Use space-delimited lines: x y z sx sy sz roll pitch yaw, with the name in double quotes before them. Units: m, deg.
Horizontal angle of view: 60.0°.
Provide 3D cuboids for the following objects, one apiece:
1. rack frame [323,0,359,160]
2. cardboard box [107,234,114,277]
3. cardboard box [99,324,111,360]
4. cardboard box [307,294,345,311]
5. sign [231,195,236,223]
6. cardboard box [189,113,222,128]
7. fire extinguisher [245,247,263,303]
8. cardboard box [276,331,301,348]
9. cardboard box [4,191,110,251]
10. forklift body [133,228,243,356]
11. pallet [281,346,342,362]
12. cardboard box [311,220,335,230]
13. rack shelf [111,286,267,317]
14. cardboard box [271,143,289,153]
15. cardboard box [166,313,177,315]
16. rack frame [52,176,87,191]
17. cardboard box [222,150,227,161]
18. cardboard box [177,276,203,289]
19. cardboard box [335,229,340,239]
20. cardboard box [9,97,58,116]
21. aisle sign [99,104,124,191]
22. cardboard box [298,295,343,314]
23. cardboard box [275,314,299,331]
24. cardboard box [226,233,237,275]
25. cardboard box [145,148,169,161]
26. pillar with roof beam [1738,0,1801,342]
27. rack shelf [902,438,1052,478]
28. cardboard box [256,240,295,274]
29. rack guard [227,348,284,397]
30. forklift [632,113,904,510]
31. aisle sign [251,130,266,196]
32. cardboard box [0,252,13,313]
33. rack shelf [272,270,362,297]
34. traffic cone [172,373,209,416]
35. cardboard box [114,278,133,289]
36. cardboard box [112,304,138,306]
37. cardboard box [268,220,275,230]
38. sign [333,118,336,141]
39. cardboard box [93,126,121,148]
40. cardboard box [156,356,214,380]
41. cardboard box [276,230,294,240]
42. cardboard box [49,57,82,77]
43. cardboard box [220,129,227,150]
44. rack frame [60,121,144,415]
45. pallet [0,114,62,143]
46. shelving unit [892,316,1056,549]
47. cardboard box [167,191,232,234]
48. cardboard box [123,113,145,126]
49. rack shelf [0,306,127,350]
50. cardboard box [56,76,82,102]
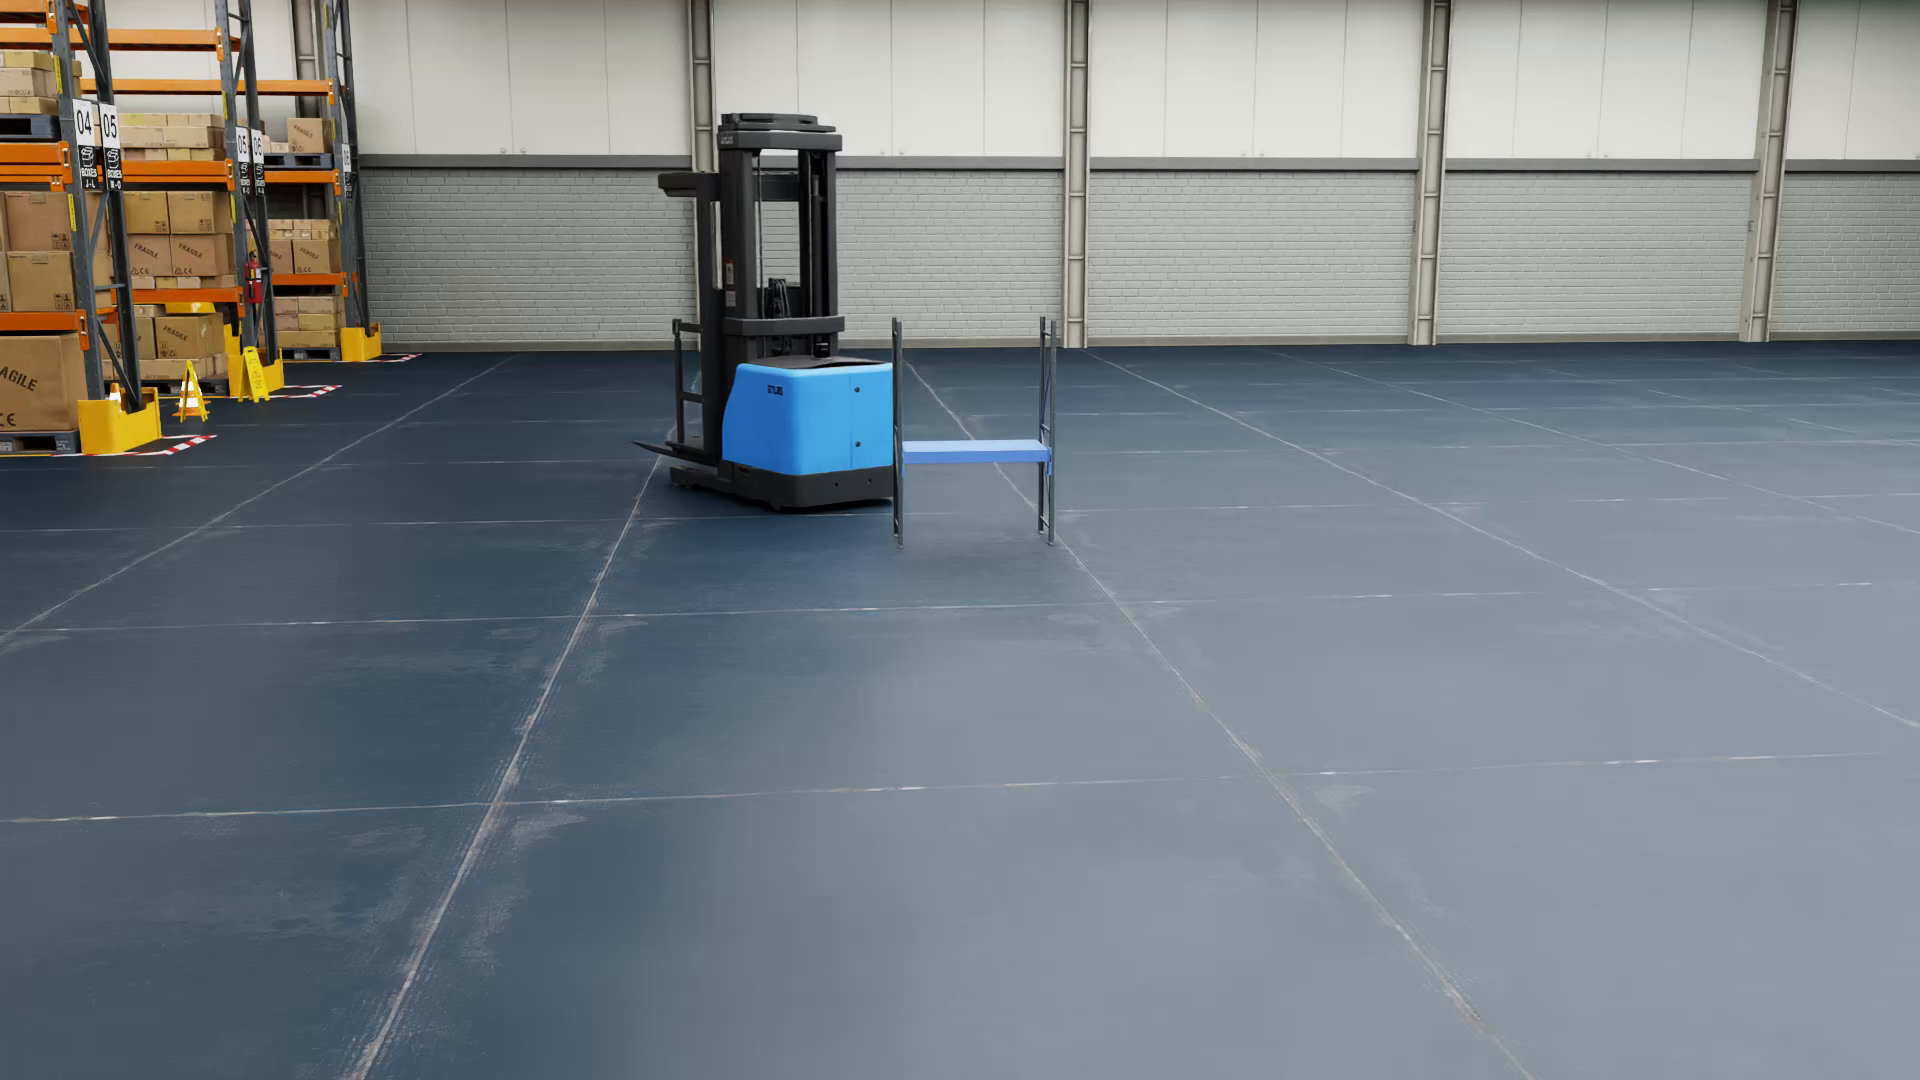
"rack frame" -9.242 -7.222 24.774 0.127 3.000 1.000 -1 11 -6
"cardboard box" -10.209 -3.438 20.048 0.500 0.500 0.500 -1 11 -6
"cardboard box" -10.492 -2.464 20.219 0.500 0.500 0.500 -1 11 -7
"cardboard box" -9.741 -3.652 25.615 0.500 0.250 0.500 -1 11 -7
"sign" -8.663 -3.943 19.825 0.005 0.325 0.100 -1 11 -6
"cardboard box" -9.007 -5.002 19.845 0.250 0.149 0.380 -1 11 -6
"fire extinguisher" -8.539 -3.202 20.081 0.183 0.674 0.296 -1 11 -6
"cardboard box" -10.171 -3.056 25.176 0.500 0.250 0.500 -1 11 -6
"cardboard box" -8.441 -2.982 15.573 0.550 0.550 0.875 -1 11 -6
"forklift body" -10.931 -3.472 23.454 1.214 2.155 2.313 -1 11 -6
"pallet" -9.998 -2.886 25.500 1.213 0.211 1.003 -1 11 -6
"cardboard box" -9.576 -4.743 25.008 0.250 0.149 0.380 -1 11 -6
"rack shelf" -10.691 -2.932 20.369 4.000 0.370 1.077 -1 11 -6
"cardboard box" -10.033 -5.806 24.653 0.250 0.149 0.380 -2 11 -8
"cardboard box" -10.077 -2.575 20.785 0.500 0.500 0.500 -2 11 -8
"rack frame" -13.219 -4.195 24.929 0.127 3.000 1.000 -1 11 -6
"cardboard box" -9.067 -4.730 20.528 0.250 0.149 0.380 -1 11 -6
"cardboard box" -9.291 -3.128 20.152 0.250 0.149 0.380 -1 11 -7
"cardboard box" -9.608 -4.688 25.498 0.250 0.149 0.380 -1 11 -8
"cardboard box" -8.362 -3.911 15.012 0.250 0.149 0.380 -1 11 -6
"aisle sign" -8.029 -3.714 15.743 0.004 0.787 0.394 -1 11 -6
"cardboard box" -9.666 -3.556 25.128 0.500 0.250 0.500 -1 11 -4
"cardboard box" -10.192 -3.302 25.130 0.500 0.250 0.500 -1 11 -7
"cardboard box" -9.203 -3.565 20.693 0.500 0.500 0.500 -1 11 -7
"cardboard box" -9.539 -4.603 19.882 0.250 0.149 0.380 -1 11 -4
"pillar with roof beam" 14.293 -7.054 23.923 0.400 9.000 9.100 -1 11 -6
"rack shelf" 0.085 -0.561 11.267 1.000 0.185 0.538 -1 11 -6
"cardboard box" -10.220 -4.257 24.989 0.500 0.500 0.500 -1 11 -4
"rack guard" -8.778 -2.098 20.744 0.348 0.500 1.175 -1 11 -6
"forklift" -1.712 -1.891 13.388 1.130 2.935 3.031 -8 14 -36
"aisle sign" -8.674 -4.663 20.569 0.004 0.787 0.394 -1 11 -6
"cardboard box" -8.976 -2.421 15.516 0.550 0.550 0.875 -1 11 -6
"rack shelf" -11.231 -3.883 25.210 4.000 0.370 1.077 -1 11 -6
"traffic cone" -8.533 -1.619 18.405 0.334 0.463 0.336 -1 11 -6
"cardboard box" -10.071 -3.137 20.199 0.250 0.149 0.380 -1 11 -5
"cardboard box" -10.079 -2.777 20.134 0.250 0.149 0.380 -1 11 -5
"cardboard box" -10.330 -4.731 24.944 0.250 0.149 0.380 -1 11 -6
"sign" -9.198 -6.041 24.455 0.005 0.325 0.100 -1 11 -6
"cardboard box" -10.198 -4.786 19.779 0.500 0.250 0.500 -1 11 -4
"cardboard box" -9.501 -2.114 20.385 0.500 0.250 0.500 -1 11 -6
"cardboard box" -10.072 -4.580 24.947 0.250 0.149 0.380 -1 11 -5
"cardboard box" -8.434 -4.428 15.576 0.250 0.149 0.380 -1 11 -5
"cardboard box" -9.231 -4.911 20.414 0.500 0.250 0.500 -1 11 -7
"rack frame" -8.068 -2.379 15.693 0.127 3.000 1.000 -1 11 -6
"pallet" -8.804 -3.790 15.324 1.213 0.211 1.003 -1 11 -6
"shelving unit" 0.085 -0.738 11.232 1.048 1.500 0.538 -1 11 -6
"cardboard box" -9.187 -3.959 20.109 0.500 0.500 0.700 -1 11 -7
"cardboard box" -9.777 -5.000 19.834 0.250 0.149 0.380 -1 11 -6
"rack shelf" -10.056 -1.984 15.551 4.000 0.370 1.077 -1 11 -6
"cardboard box" -8.575 -4.218 15.539 0.500 0.250 0.500 -1 11 -6
